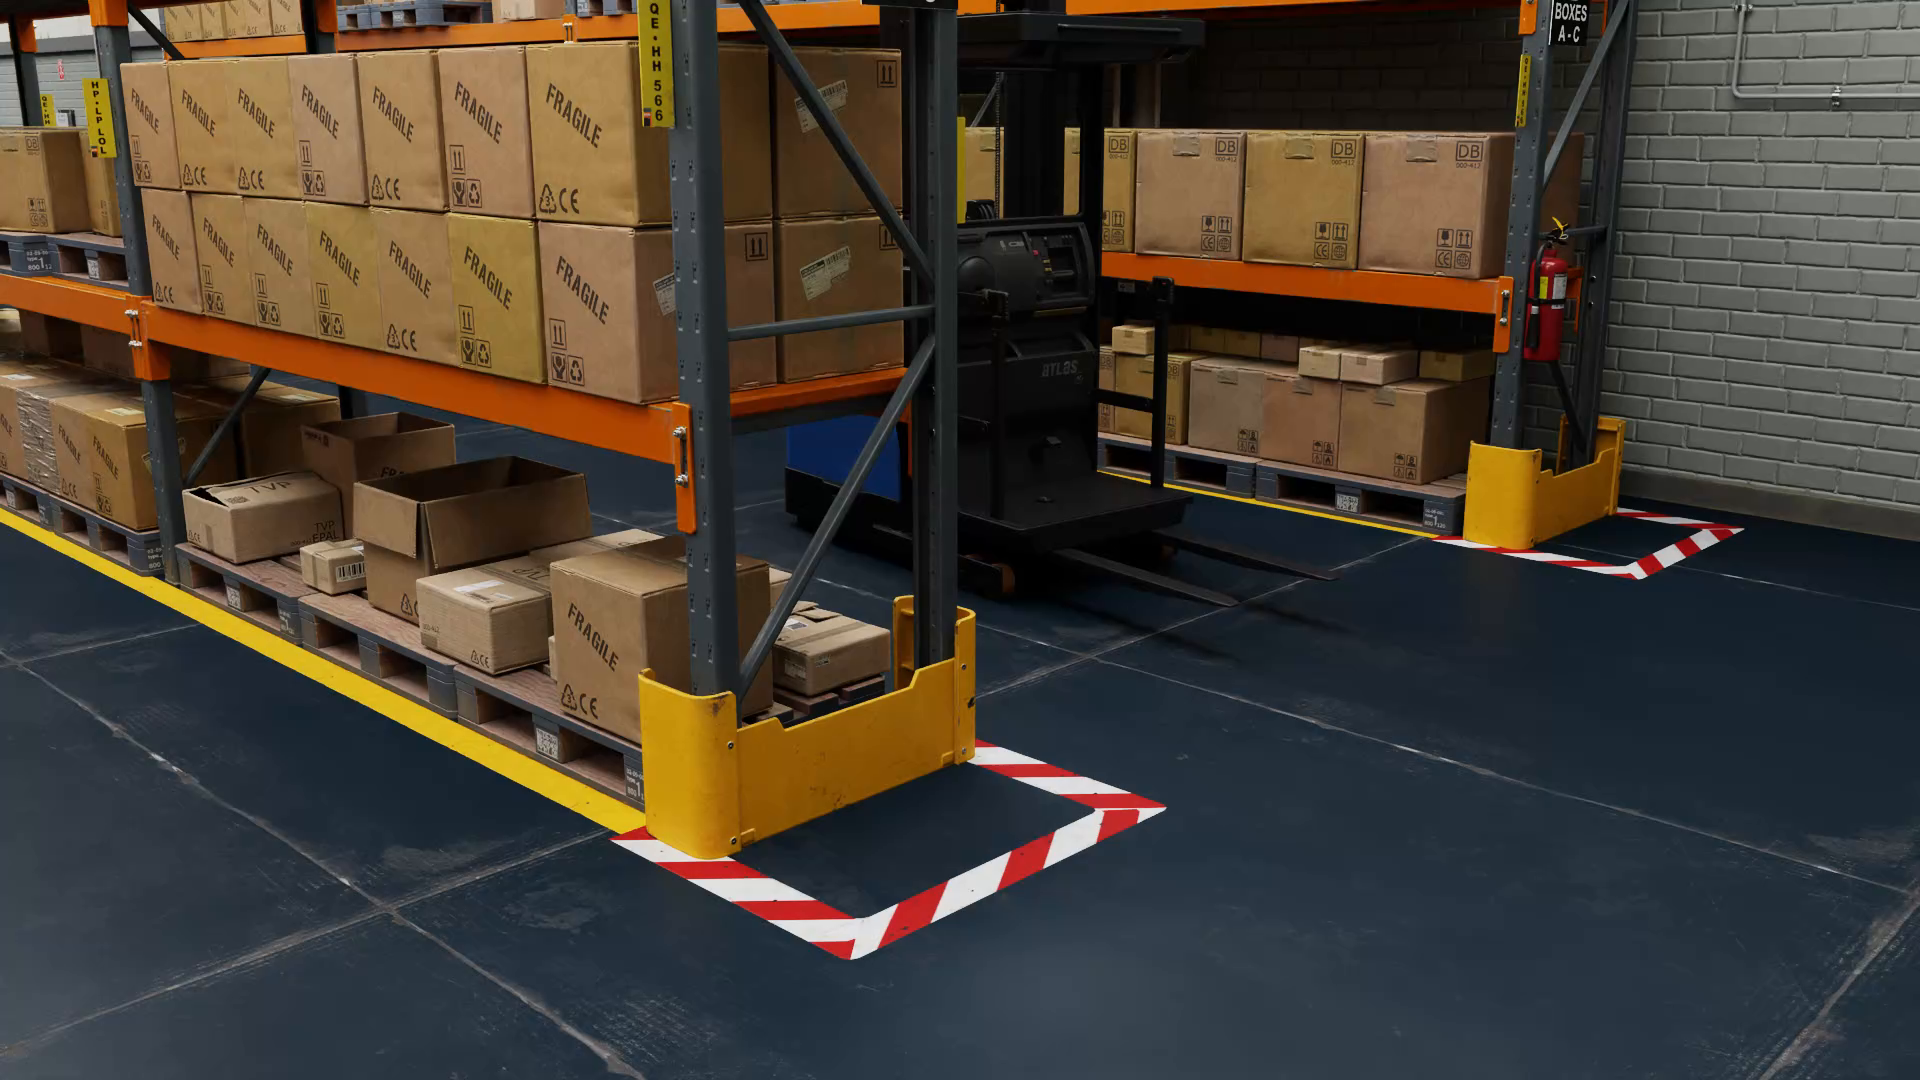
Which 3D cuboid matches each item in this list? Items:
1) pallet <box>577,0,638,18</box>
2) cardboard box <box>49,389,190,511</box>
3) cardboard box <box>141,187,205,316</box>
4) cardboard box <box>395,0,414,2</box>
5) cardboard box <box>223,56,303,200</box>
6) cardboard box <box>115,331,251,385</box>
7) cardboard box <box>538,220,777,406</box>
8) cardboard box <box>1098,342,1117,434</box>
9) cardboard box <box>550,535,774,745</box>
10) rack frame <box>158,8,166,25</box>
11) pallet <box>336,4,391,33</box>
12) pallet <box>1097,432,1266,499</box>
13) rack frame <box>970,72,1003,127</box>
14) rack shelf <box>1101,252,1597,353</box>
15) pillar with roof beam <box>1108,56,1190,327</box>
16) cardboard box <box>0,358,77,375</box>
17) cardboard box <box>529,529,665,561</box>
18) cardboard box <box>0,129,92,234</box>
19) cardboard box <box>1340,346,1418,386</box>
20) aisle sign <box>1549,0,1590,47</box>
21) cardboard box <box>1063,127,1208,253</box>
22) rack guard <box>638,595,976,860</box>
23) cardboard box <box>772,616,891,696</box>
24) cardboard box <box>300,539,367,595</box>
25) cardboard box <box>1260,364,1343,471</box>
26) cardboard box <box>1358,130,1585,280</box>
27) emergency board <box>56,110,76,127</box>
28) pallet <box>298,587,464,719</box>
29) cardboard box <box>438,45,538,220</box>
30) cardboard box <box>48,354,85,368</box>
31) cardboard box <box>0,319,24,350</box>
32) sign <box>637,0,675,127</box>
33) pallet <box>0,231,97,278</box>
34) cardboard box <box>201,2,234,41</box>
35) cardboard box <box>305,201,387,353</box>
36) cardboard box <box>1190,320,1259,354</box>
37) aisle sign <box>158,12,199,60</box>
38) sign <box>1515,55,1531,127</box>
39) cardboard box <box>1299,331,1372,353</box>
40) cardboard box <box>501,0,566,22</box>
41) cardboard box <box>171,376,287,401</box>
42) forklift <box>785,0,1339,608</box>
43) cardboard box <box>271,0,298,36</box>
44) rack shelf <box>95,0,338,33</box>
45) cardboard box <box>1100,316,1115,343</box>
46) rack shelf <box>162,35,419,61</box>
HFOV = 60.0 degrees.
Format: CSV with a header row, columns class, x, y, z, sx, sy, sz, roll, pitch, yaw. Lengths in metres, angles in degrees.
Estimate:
class,x,y,z,sx,sy,sz,roll,pitch,yaw
pallet,-2.219,-4.191,12.994,1.213,0.211,1.003,-13,20,-42
cardboard box,-4.180,-0.460,8.334,0.500,0.500,0.500,14,20,42
cardboard box,-3.098,-1.244,7.059,0.500,0.500,0.500,-14,20,-43
cardboard box,-4.818,-5.028,15.174,0.500,0.311,0.500,-14,20,-42
cardboard box,-2.391,-1.553,6.261,0.500,0.500,0.500,13,19,41
cardboard box,-4.175,-1.004,8.936,0.500,0.250,0.500,14,20,42
cardboard box,-0.908,-0.712,5.016,0.500,0.500,0.500,-14,20,-42
cardboard box,0.986,-0.990,10.406,0.500,0.500,0.700,13,20,42
cardboard box,-0.959,0.312,5.371,0.500,0.500,0.500,14,20,42
rack frame,-8.479,-7.237,18.361,0.127,3.000,1.000,14,20,42
pallet,-5.229,-4.868,15.587,1.003,0.211,1.213,14,20,42
pallet,1.535,-0.524,10.024,1.213,0.211,1.003,14,20,42
rack frame,0.160,-2.234,11.057,0.127,3.000,1.000,14,20,42
rack shelf,1.599,-1.536,9.805,4.000,0.370,1.077,14,20,42
pillar with roof beam,-1.724,-4.390,7.435,0.400,9.000,9.100,14,20,42
cardboard box,-5.288,-0.727,9.358,0.500,0.500,0.500,13,20,41
cardboard box,-1.311,0.162,6.443,0.500,0.250,0.500,14,20,42
cardboard box,-4.591,-1.884,8.682,0.500,0.500,0.700,8,17,28
cardboard box,2.247,-0.935,8.911,0.250,0.149,0.380,13,20,42
aisle sign,2.883,-2.725,7.786,0.004,0.787,0.394,14,20,42
cardboard box,1.061,-2.153,10.150,0.700,0.700,0.980,13,19,41
rack guard,-0.451,0.562,5.284,0.348,0.500,1.175,14,20,42
cardboard box,-0.459,0.397,5.742,0.250,0.149,0.380,14,20,42
cardboard box,-2.494,0.086,6.899,0.250,0.166,0.380,14,20,42
cardboard box,2.106,-0.720,9.370,0.500,0.500,0.700,14,20,42
cardboard box,2.665,-1.767,8.669,0.980,0.700,0.700,-13,20,-42
emergency board,-13.446,-5.858,24.966,0.643,1.169,0.194,14,20,42
pallet,-1.900,0.349,6.674,1.213,0.211,1.003,14,20,42
cardboard box,-1.272,-1.283,5.225,0.500,0.500,0.500,-14,20,-43
cardboard box,-4.947,-0.826,9.738,0.500,0.500,0.500,13,19,40
cardboard box,-6.329,-1.323,11.070,0.500,0.311,0.500,-14,20,-42
sign,-0.796,-1.250,4.358,0.005,0.325,0.100,14,20,42
pallet,-4.752,-1.602,9.012,1.213,0.211,1.003,14,20,42
cardboard box,-7.673,-5.549,17.594,0.500,0.500,0.500,-13,20,-42
cardboard box,-2.002,-0.978,6.040,0.500,0.500,0.500,13,20,41
cardboard box,1.599,-1.226,10.028,0.250,0.149,0.380,13,20,41
aisle sign,-8.739,-5.550,18.629,0.004,0.787,0.394,14,20,42
sign,2.653,-2.113,7.826,0.005,0.325,0.100,14,20,42
cardboard box,2.150,-1.093,9.515,0.250,0.149,0.380,14,20,43
cardboard box,-3.426,-4.429,13.670,0.500,0.311,0.500,14,20,42
cardboard box,-3.847,-0.558,8.709,0.500,0.500,0.500,14,20,43
forklift,0.389,-1.294,7.584,1.130,2.935,3.031,-11,18,-37
cardboard box,-6.490,-5.278,16.553,0.500,0.500,0.500,12,19,38
rack shelf,-1.836,-2.088,5.973,4.000,0.370,1.077,14,20,42
cardboard box,0.747,-1.299,10.307,0.380,0.149,0.250,-14,20,-42
rack shelf,-7.039,-5.088,17.487,4.000,0.370,1.077,14,20,42
